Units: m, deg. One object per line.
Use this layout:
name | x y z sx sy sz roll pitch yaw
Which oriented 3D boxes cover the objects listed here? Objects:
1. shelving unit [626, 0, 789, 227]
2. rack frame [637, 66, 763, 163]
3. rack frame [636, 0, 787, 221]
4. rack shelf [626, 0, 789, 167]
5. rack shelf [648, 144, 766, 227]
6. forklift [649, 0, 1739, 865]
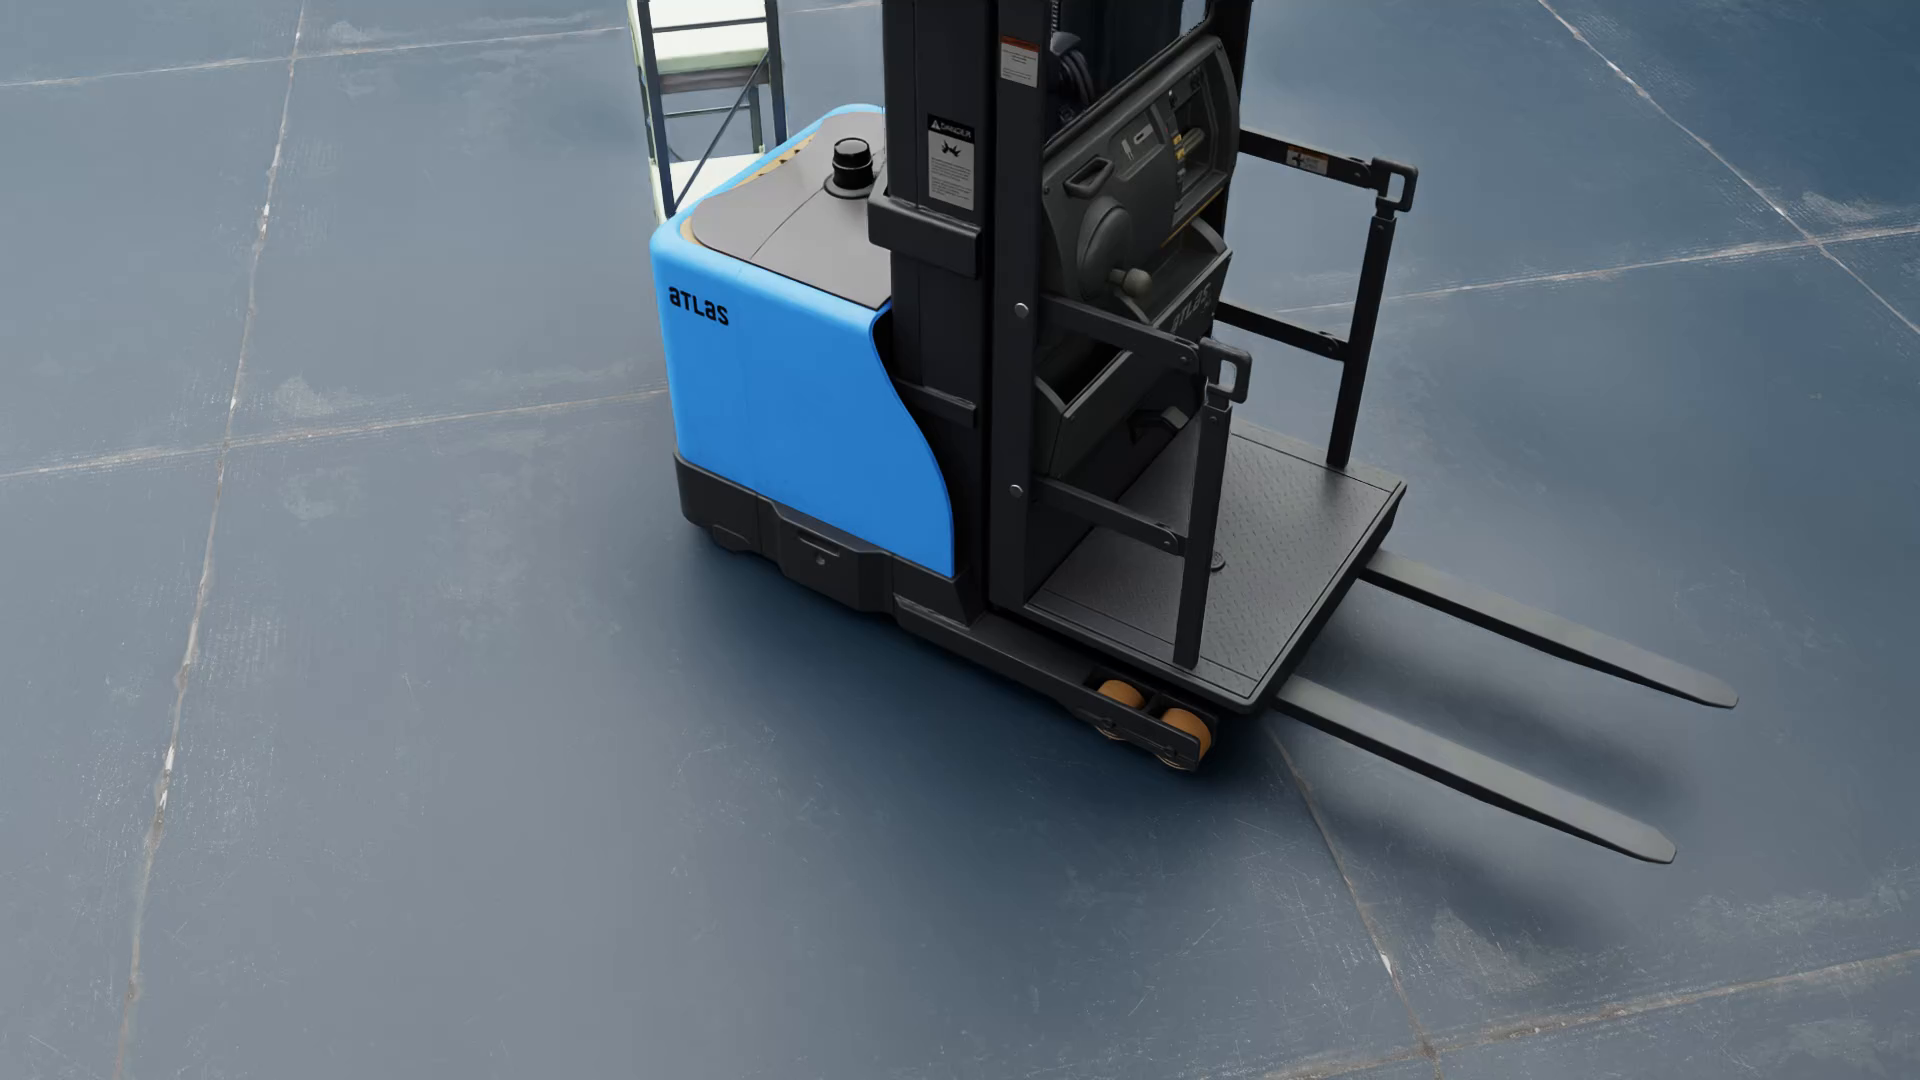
shelving unit | -0.813 -1.251 5.530 0.431 1.500 0.755 -9 42 -10
rack frame | -0.898 -1.488 5.796 0.400 1.500 0.023 -9 42 -10
rack frame | -0.728 -1.015 5.264 0.400 1.500 0.023 -9 42 -10
rack shelf | -0.813 -1.543 5.271 0.431 0.370 0.720 -9 42 -10
rack shelf | -0.813 -1.008 5.746 0.431 0.370 0.720 -9 42 -10
forklift | 0.634 -0.876 4.030 3.031 2.935 1.130 23 47 24
